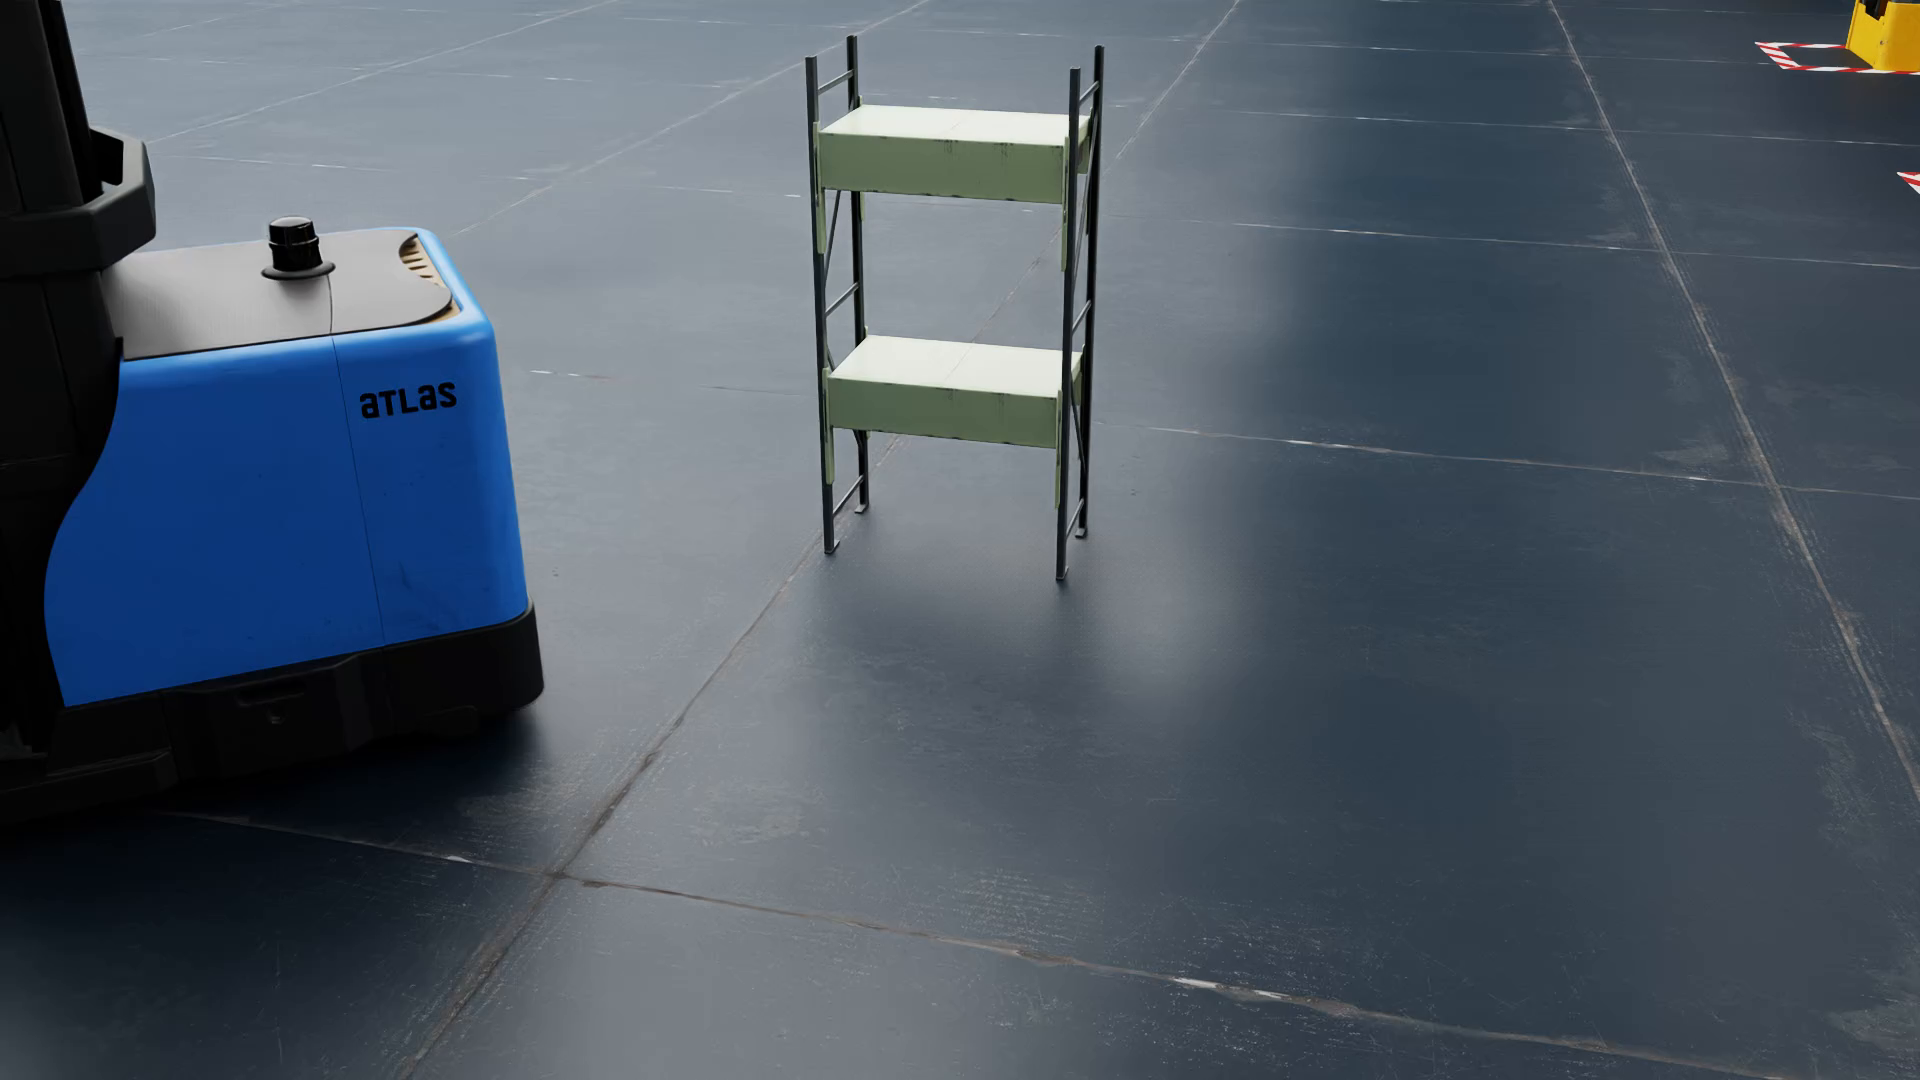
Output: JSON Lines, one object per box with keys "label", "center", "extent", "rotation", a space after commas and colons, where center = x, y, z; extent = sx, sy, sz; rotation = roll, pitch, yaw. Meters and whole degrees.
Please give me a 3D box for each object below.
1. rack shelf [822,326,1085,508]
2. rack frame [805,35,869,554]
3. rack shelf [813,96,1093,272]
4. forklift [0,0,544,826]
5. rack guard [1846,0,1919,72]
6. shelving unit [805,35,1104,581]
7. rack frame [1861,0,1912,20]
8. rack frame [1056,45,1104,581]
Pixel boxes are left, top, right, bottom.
{"label": "rack shelf", "center": [-0.006, -0.384, 5.069], "extent": [0.720, 0.370, 0.431], "rotation": [6, 26, 13]}
{"label": "rack frame", "center": [-0.361, -0.717, 5.011], "extent": [0.023, 1.500, 0.400], "rotation": [6, 26, 13]}
{"label": "rack shelf", "center": [-0.006, -1.030, 4.761], "extent": [0.720, 0.370, 0.431], "rotation": [6, 26, 13]}
{"label": "forklift", "center": [-2.632, -0.786, 3.492], "extent": [3.031, 2.935, 1.130], "rotation": [-11, 28, -22]}
{"label": "rack guard", "center": [7.423, -4.093, 13.265], "extent": [0.348, 0.500, 1.175], "rotation": [6, 26, 13]}
{"label": "shelving unit", "center": [-0.006, -0.678, 4.929], "extent": [0.755, 1.500, 0.431], "rotation": [6, 26, 13]}
{"label": "rack frame", "center": [7.349, -5.230, 12.745], "extent": [0.127, 3.000, 1.000], "rotation": [6, 26, 13]}
{"label": "rack frame", "center": [0.348, -0.639, 4.847], "extent": [0.023, 1.500, 0.400], "rotation": [6, 26, 13]}
